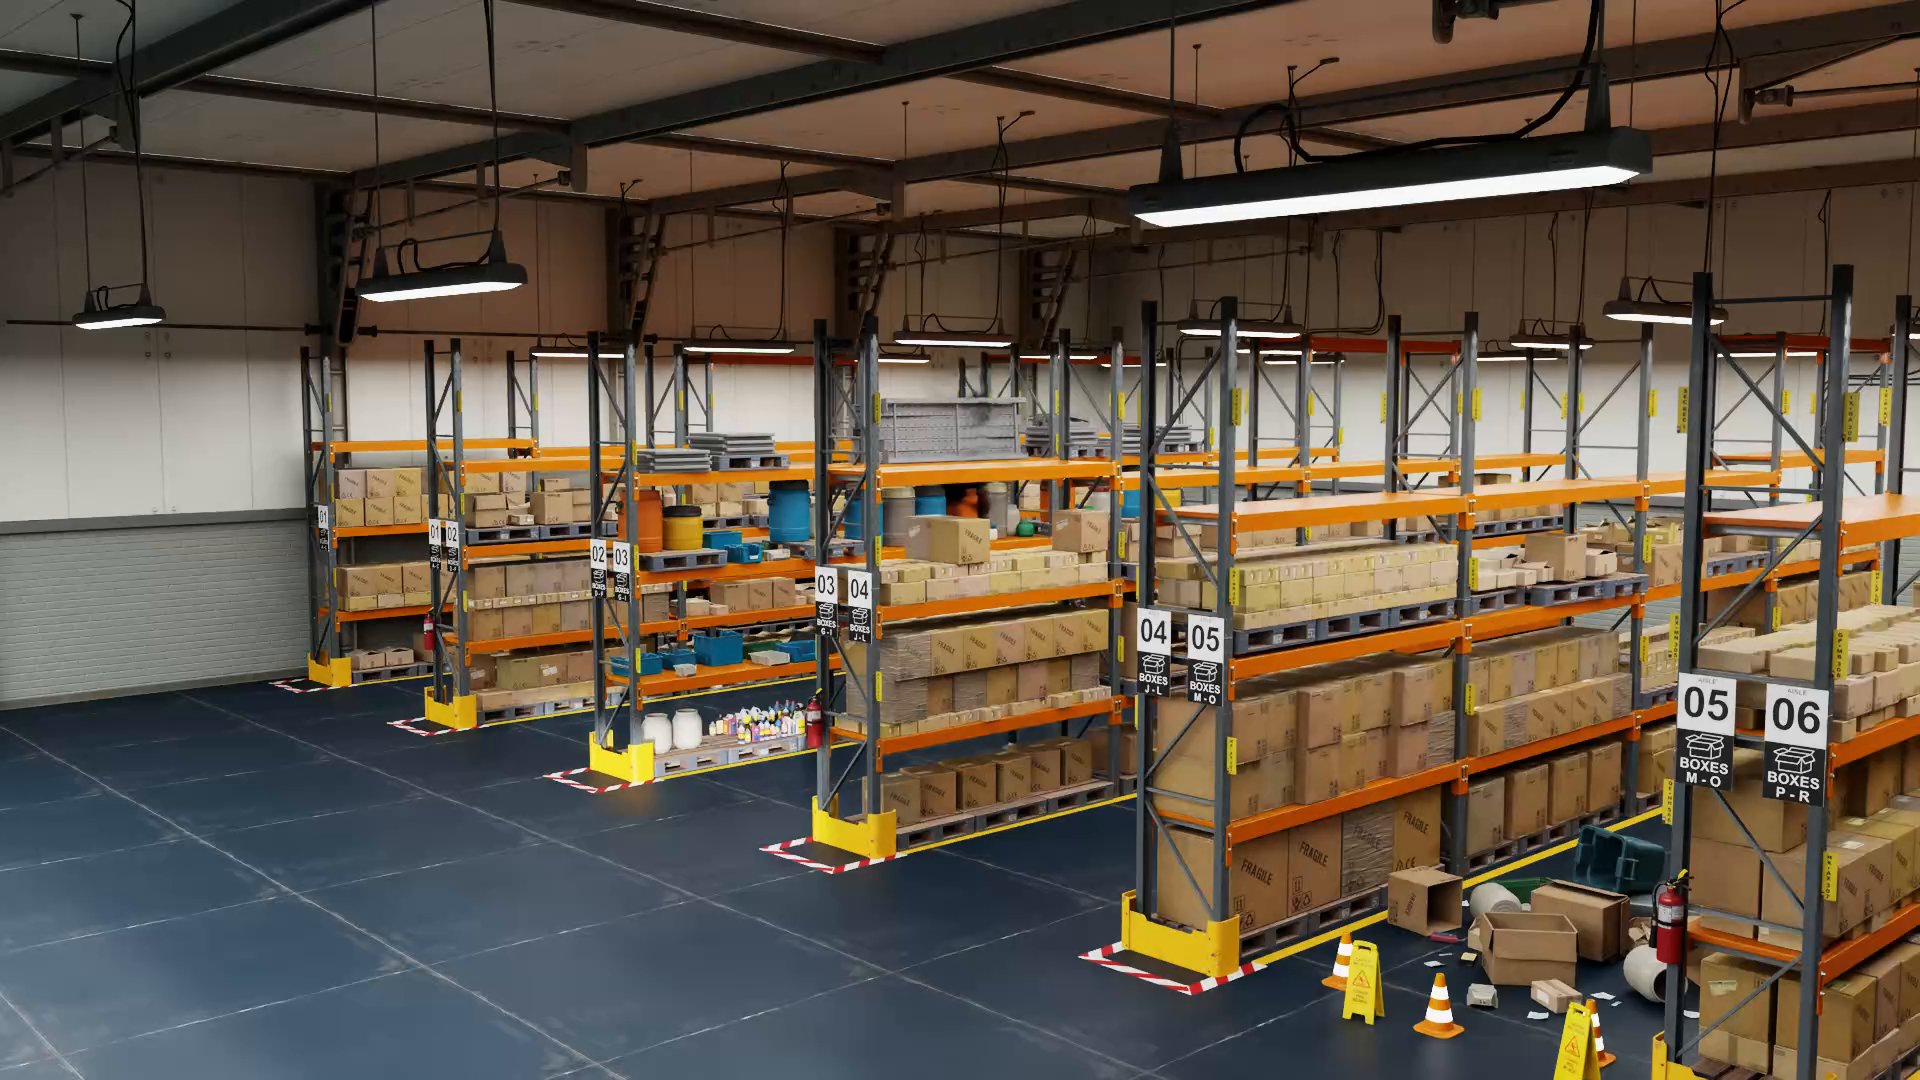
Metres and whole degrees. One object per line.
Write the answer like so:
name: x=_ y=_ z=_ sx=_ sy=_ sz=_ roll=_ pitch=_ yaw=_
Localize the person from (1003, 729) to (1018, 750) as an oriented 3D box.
person: x=0.686 y=2.097 z=22.765 sx=0.507 sy=1.563 sz=0.464 roll=4 pitch=6 yaw=37
